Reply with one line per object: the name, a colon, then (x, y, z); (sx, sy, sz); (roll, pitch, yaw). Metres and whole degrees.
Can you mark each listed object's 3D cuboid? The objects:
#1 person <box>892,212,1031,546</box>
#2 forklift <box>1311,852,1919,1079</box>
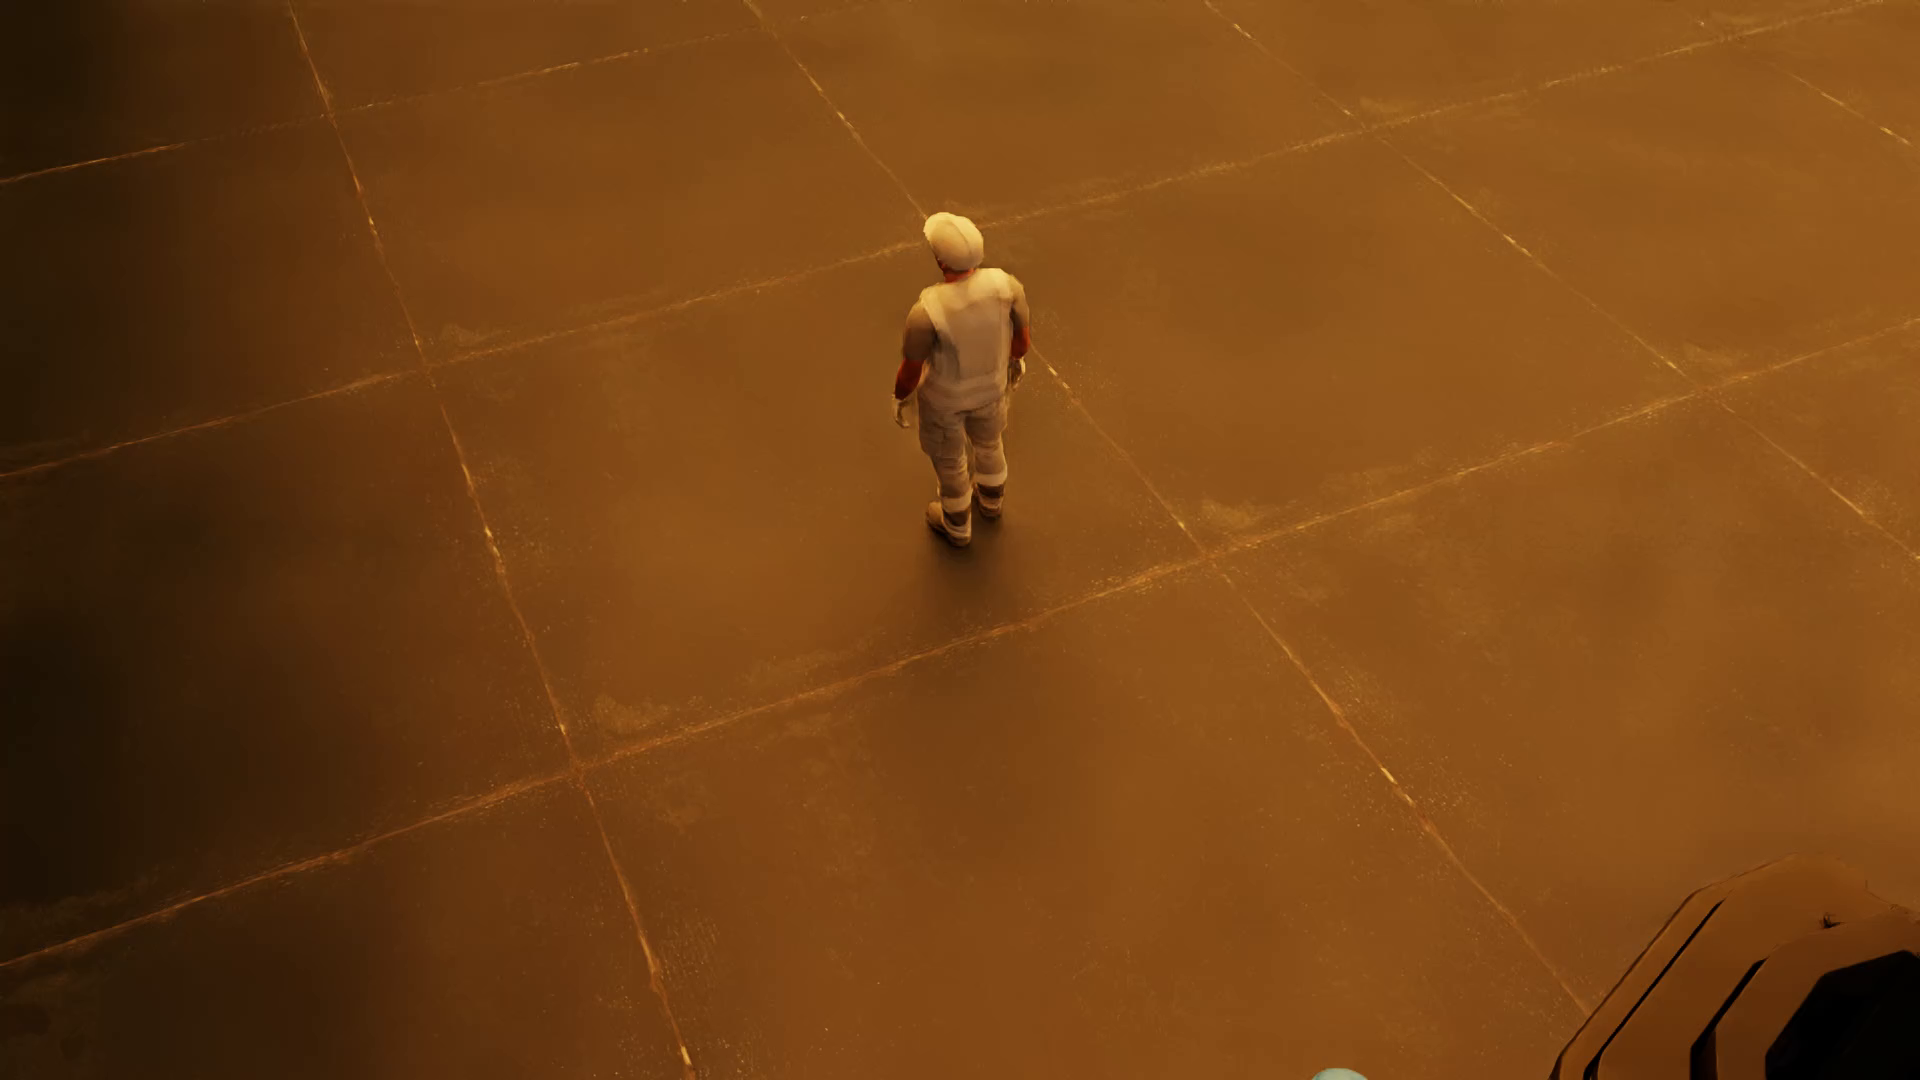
person: (-0.024, -0.712, 7.270); (0.637, 1.787, 0.563); (-18, 46, -18)
forklift: (1.766, 2.122, 3.406); (1.130, 2.935, 3.031); (-34, 53, -31)
